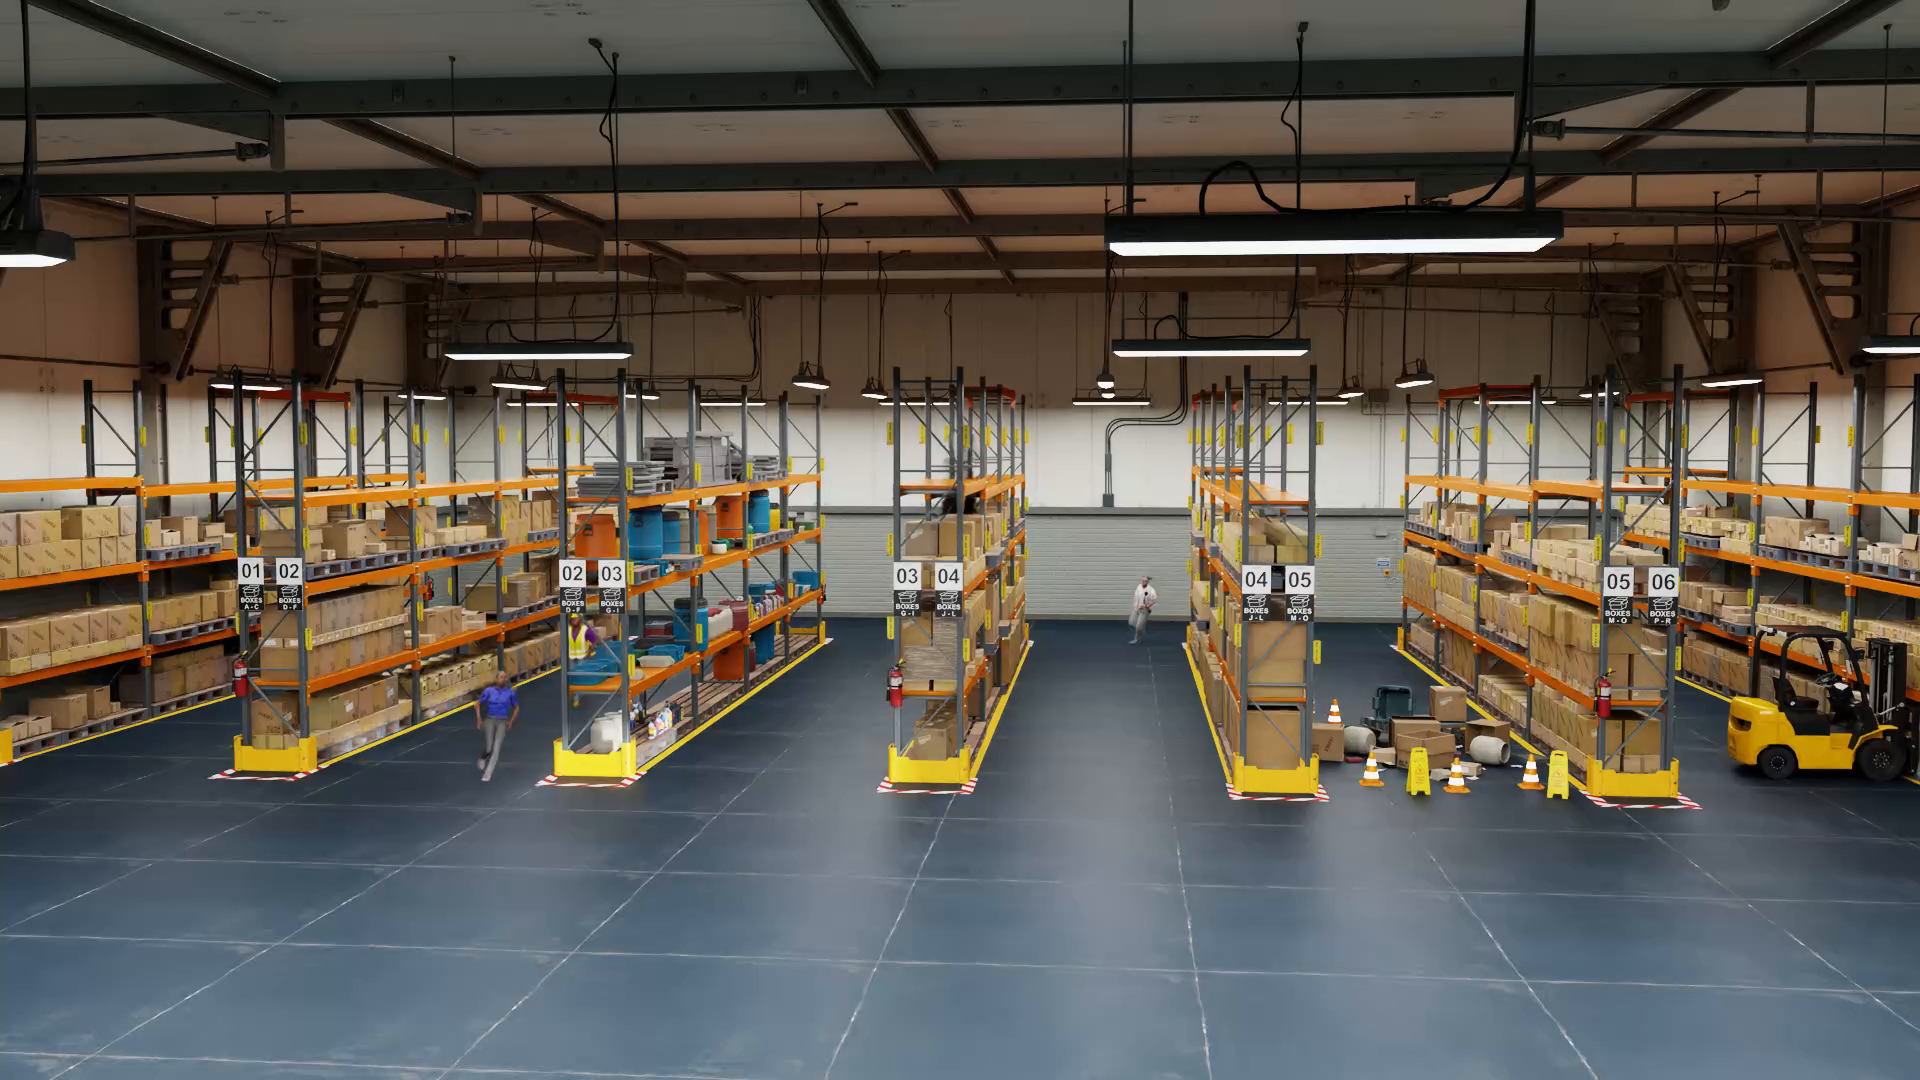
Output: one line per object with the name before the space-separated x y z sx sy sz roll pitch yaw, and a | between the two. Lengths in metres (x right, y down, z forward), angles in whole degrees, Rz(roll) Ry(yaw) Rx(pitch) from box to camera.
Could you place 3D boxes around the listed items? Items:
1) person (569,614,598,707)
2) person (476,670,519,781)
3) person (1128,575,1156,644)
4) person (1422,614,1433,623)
person | -7.115 2.217 31.062 0.698 1.741 0.662 0 4 1
person | -6.758 2.701 24.342 0.613 1.579 0.523 -1 4 -21
person | 4.414 1.669 40.111 0.746 1.686 0.609 3 5 43
person | 11.384 1.661 40.300 0.706 1.699 0.894 -3 5 -43
